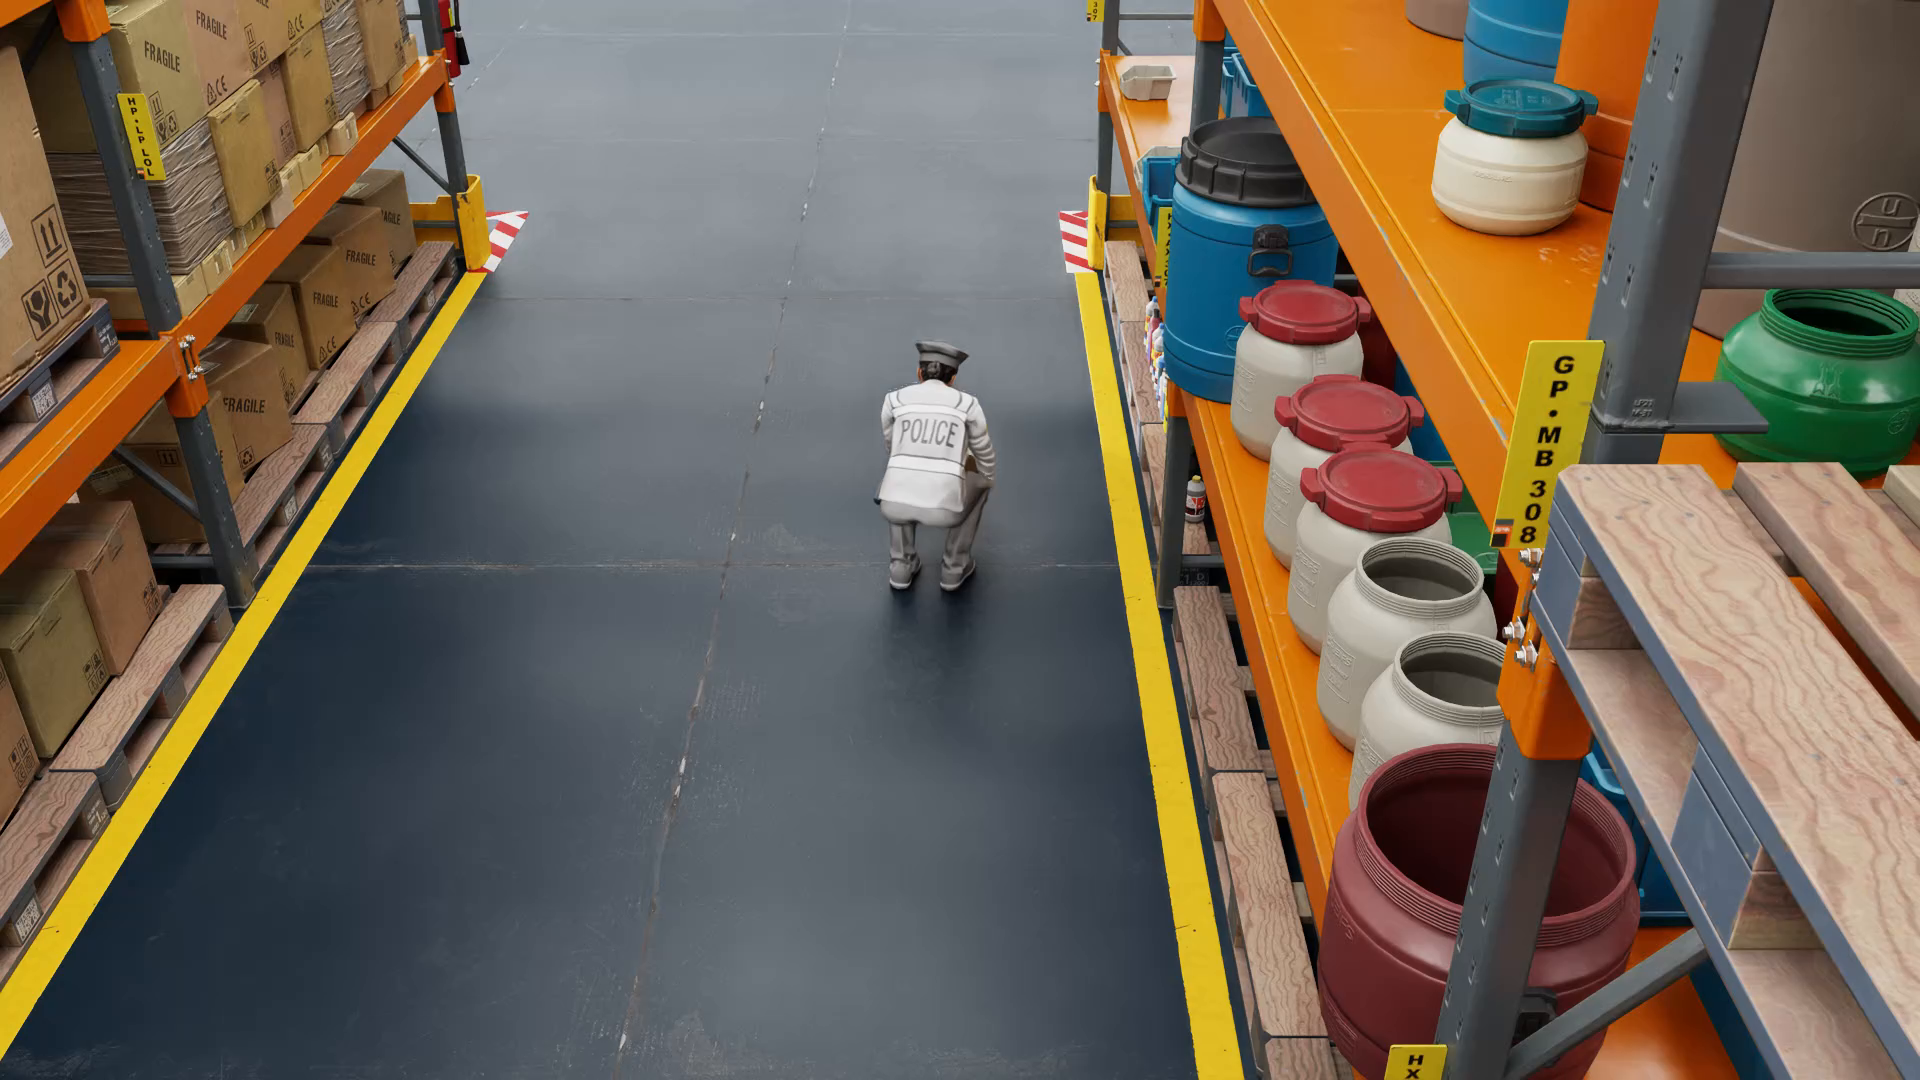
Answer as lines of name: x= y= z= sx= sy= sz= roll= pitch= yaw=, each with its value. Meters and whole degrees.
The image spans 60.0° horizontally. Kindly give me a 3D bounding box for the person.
person: x=-0.129 y=-0.311 z=7.271 sx=0.488 sy=1.006 sz=0.815 roll=8 pitch=33 yaw=13
